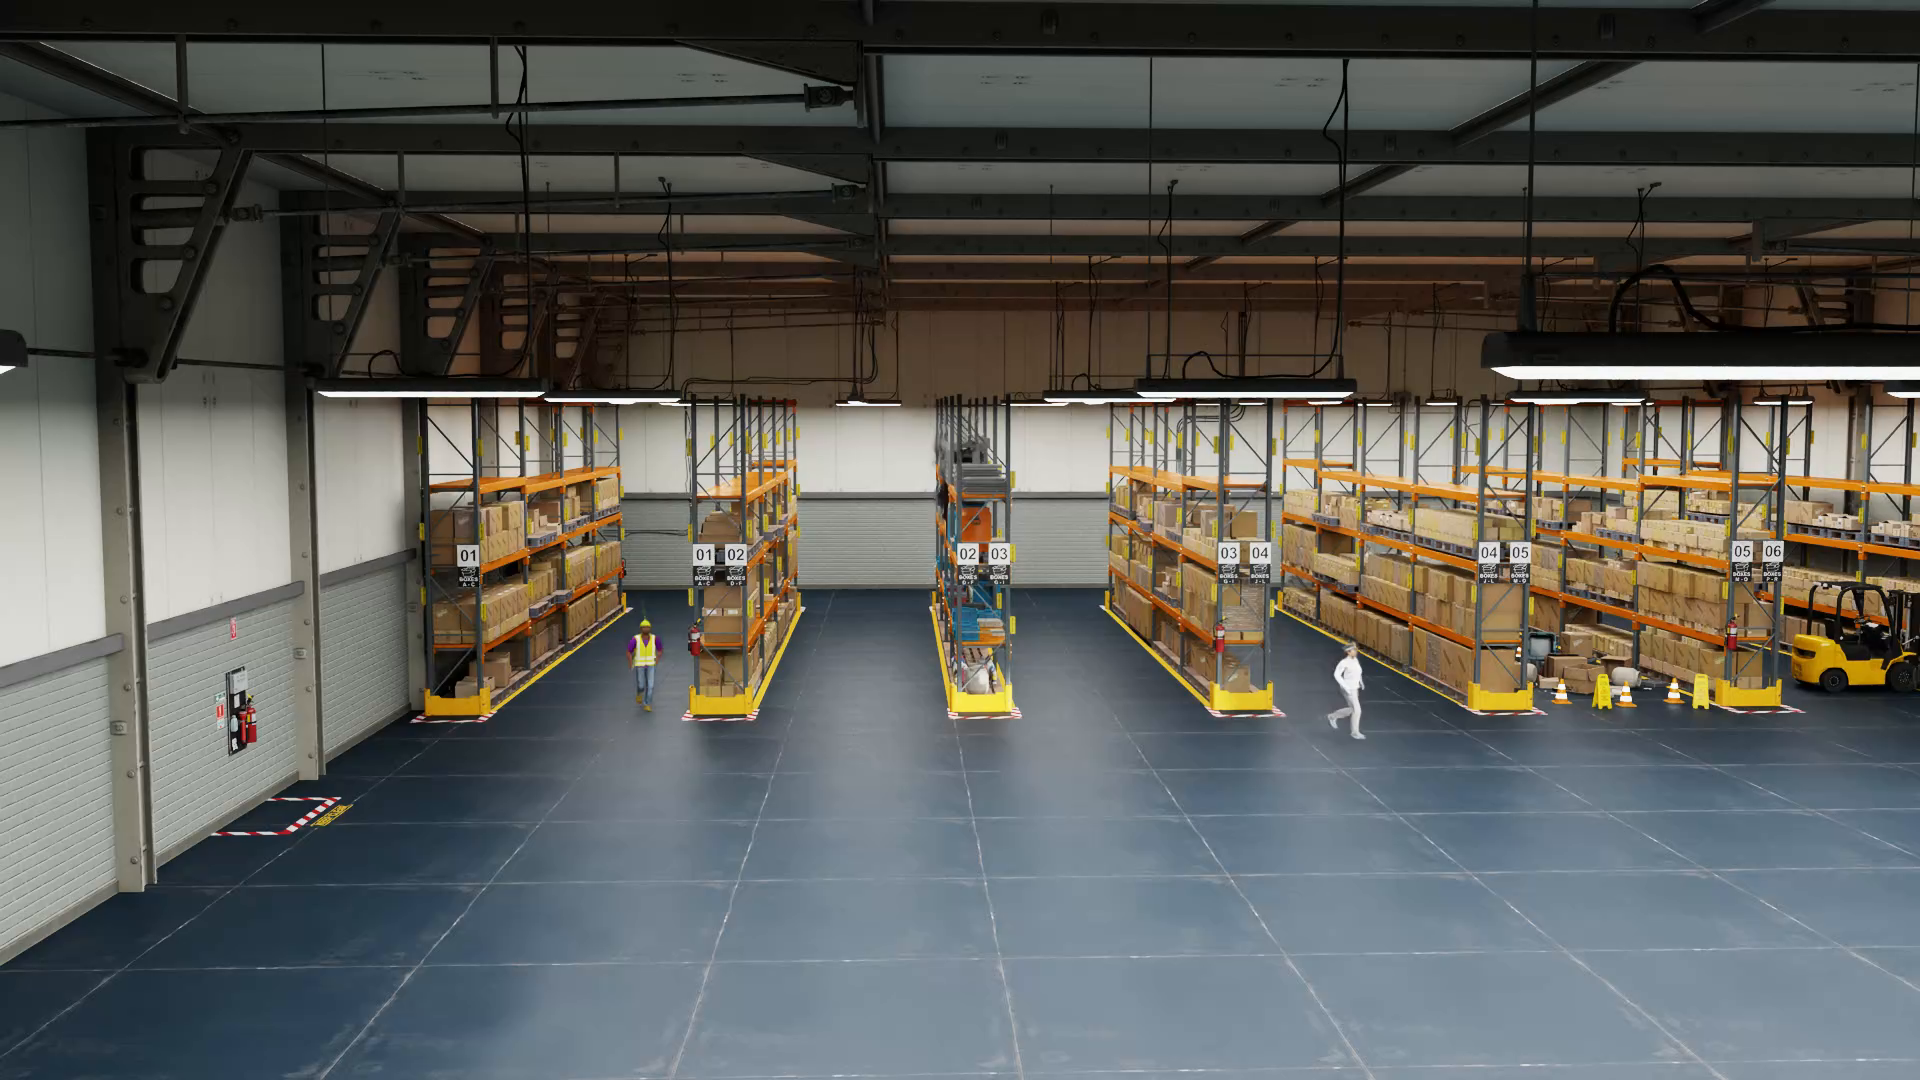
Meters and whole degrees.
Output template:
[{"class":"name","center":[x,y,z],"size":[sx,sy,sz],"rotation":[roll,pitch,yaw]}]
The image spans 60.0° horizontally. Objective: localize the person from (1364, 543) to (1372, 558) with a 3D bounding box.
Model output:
[{"class":"person","center":[11.990,0.979,49.185],"size":[0.647,1.768,0.638],"rotation":[0,4,1]}]

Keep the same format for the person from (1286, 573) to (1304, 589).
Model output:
[{"class":"person","center":[9.933,1.006,49.123],"size":[0.750,1.787,0.795],"rotation":[1,5,15]}]

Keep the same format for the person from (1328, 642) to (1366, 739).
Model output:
[{"class":"person","center":[6.792,2.611,29.093],"size":[0.710,1.682,0.637],"rotation":[4,6,39]}]

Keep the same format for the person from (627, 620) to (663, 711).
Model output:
[{"class":"person","center":[-5.966,2.380,31.575],"size":[0.689,1.704,0.605],"rotation":[-1,5,-16]}]
